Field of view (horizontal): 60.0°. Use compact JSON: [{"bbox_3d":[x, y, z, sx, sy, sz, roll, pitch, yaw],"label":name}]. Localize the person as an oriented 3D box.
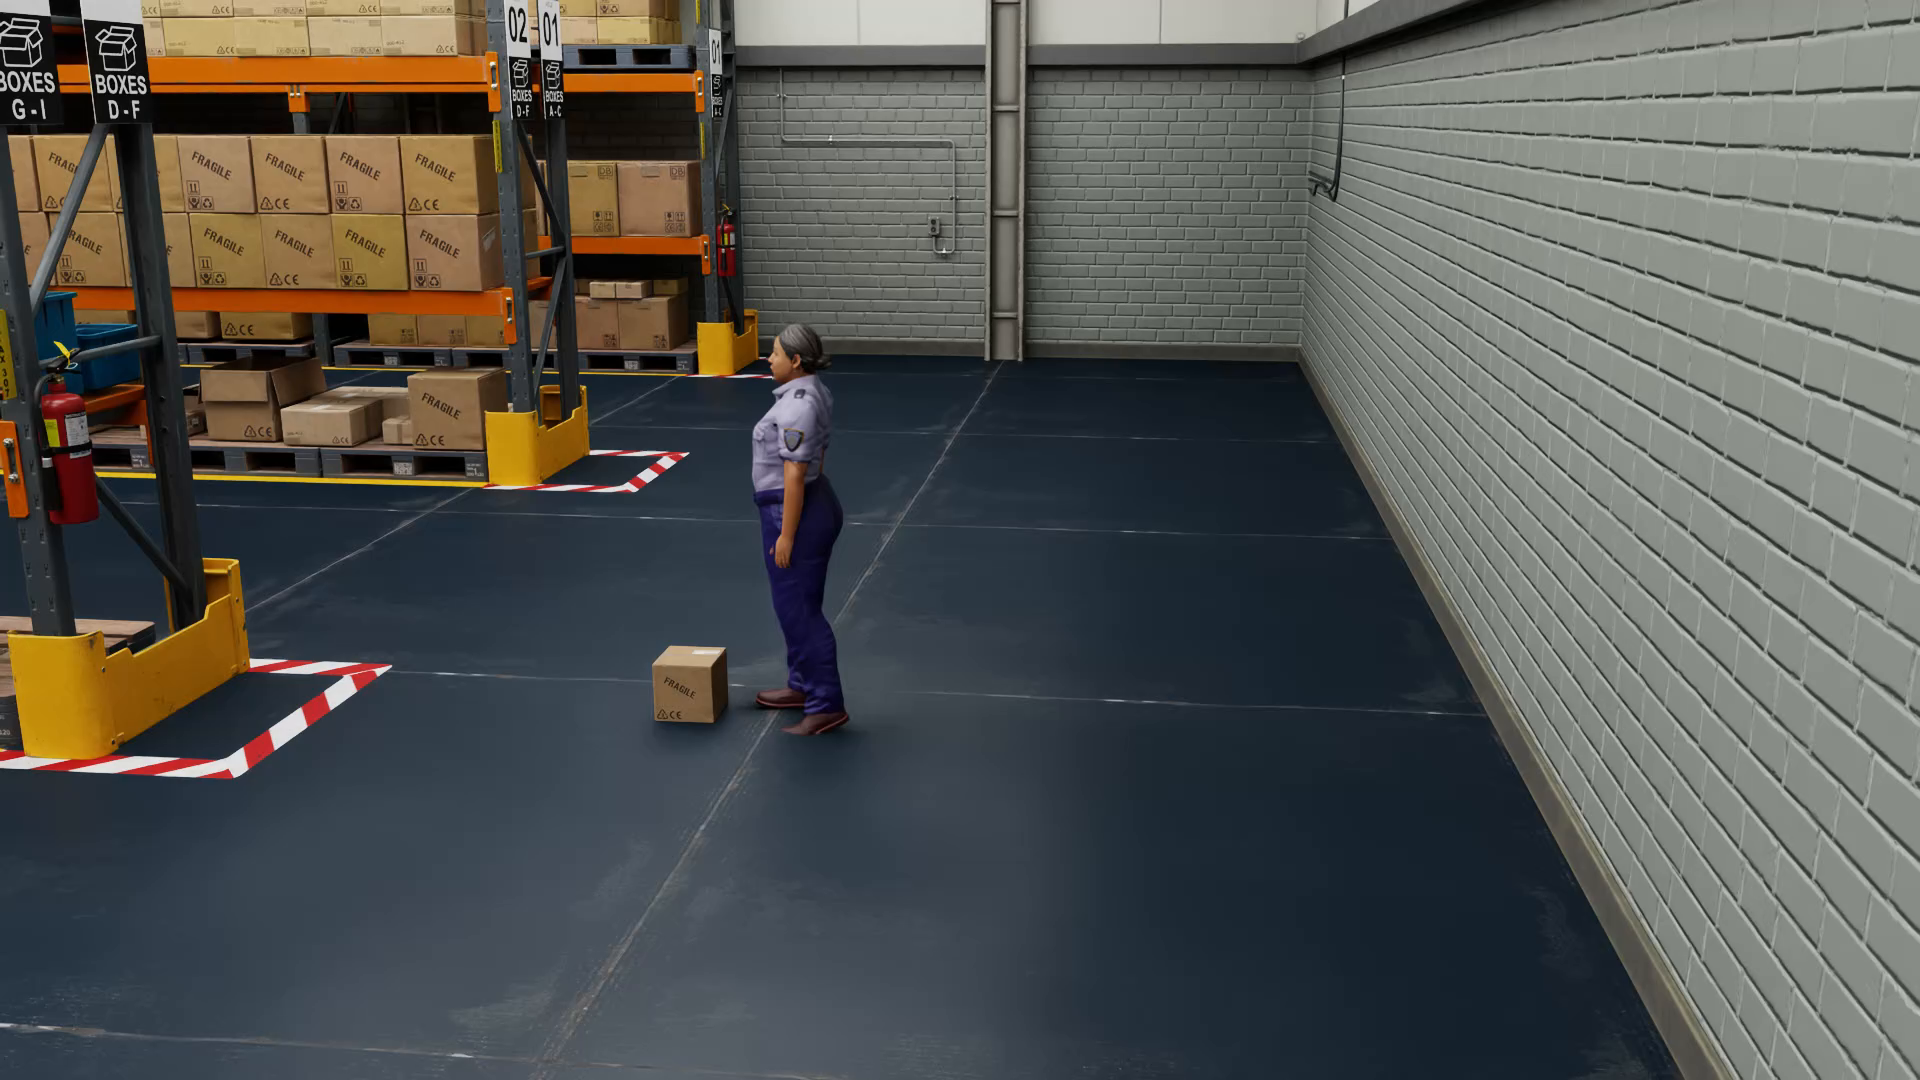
[{"bbox_3d":[-0.668,-0.037,6.758,0.441,1.682,0.473,2,15,7],"label":"person"}]
